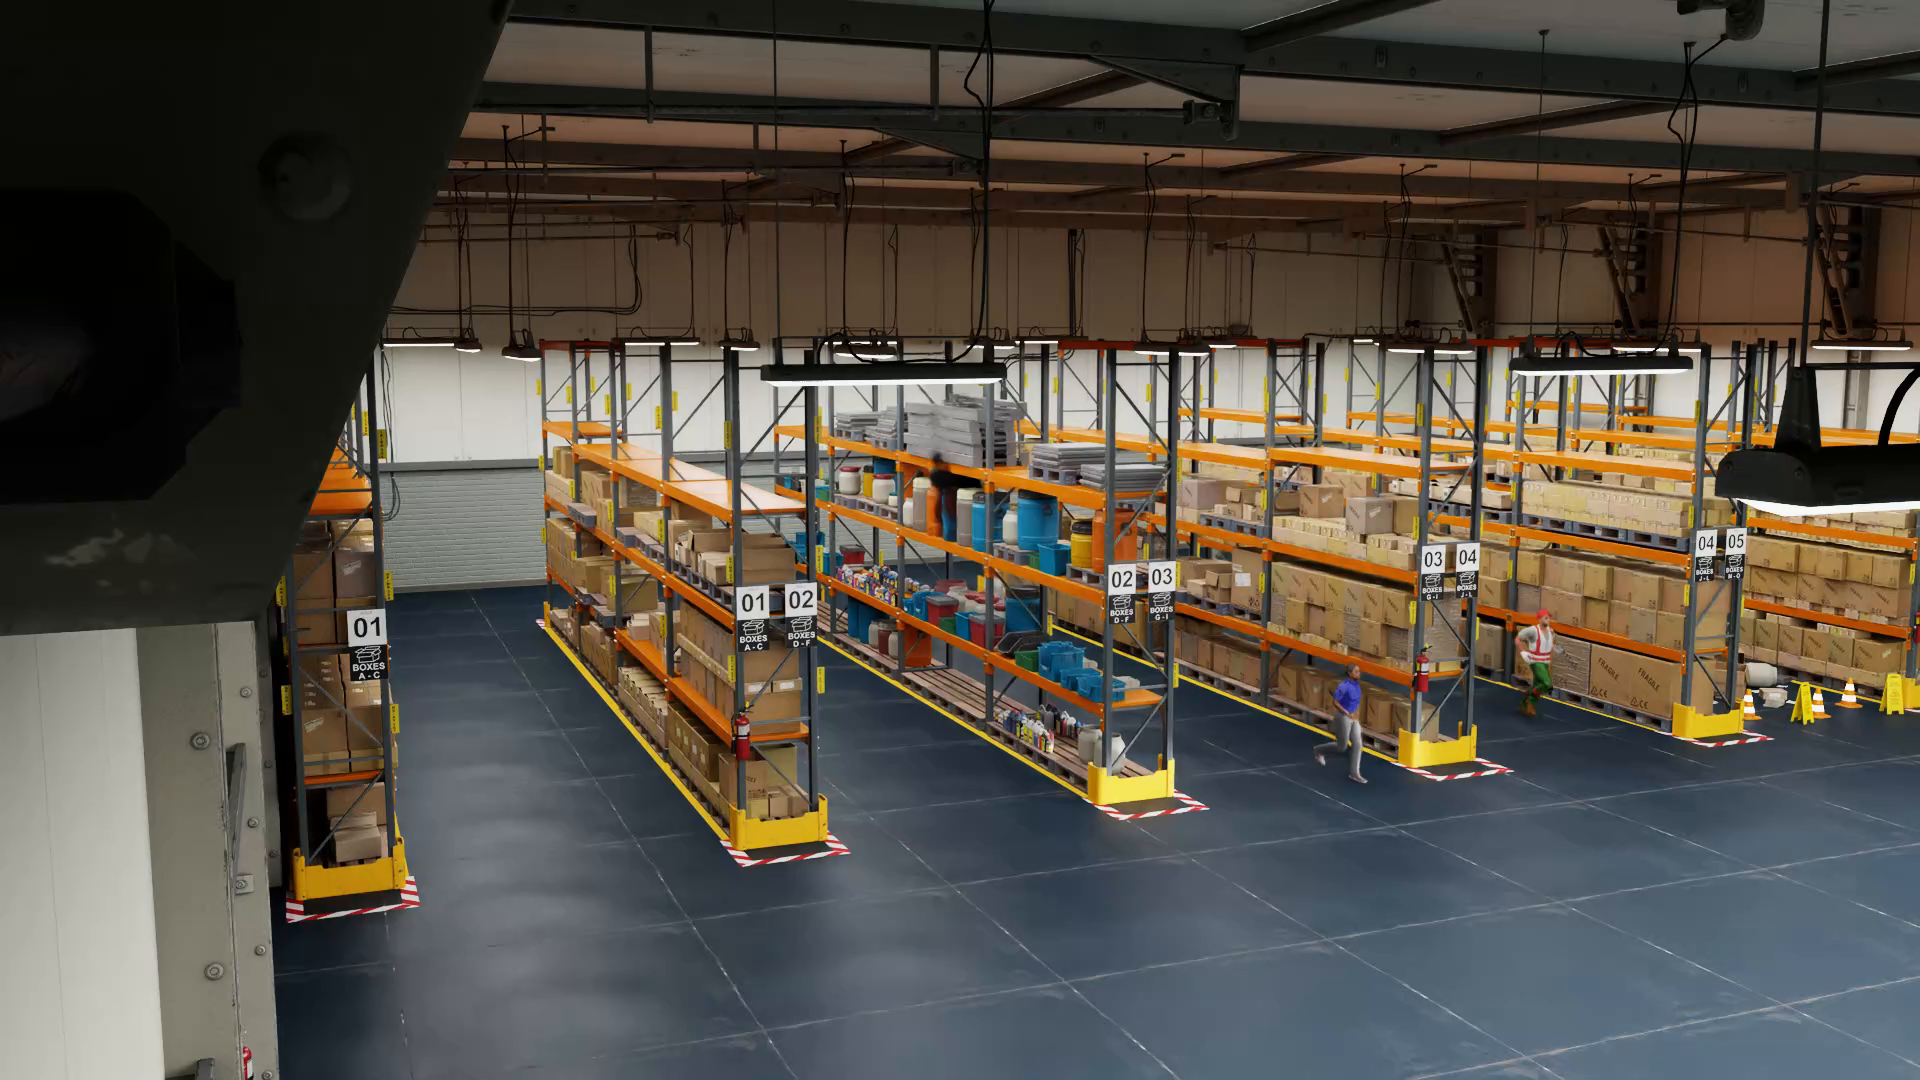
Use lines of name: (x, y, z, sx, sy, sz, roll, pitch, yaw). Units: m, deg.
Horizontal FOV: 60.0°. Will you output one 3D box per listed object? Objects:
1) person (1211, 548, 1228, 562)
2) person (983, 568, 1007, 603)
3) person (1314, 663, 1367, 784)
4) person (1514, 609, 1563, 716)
person: (6.464, -0.043, 42.051, 0.984, 1.752, 0.706, -4, 9, -29)
person: (0.730, 1.280, 32.675, 0.583, 1.635, 0.894, -4, 9, -31)
person: (5.371, 2.528, 23.257, 0.857, 1.632, 0.602, 7, 10, 43)
person: (9.332, 1.971, 26.765, 0.648, 1.736, 0.700, -5, 9, -32)
